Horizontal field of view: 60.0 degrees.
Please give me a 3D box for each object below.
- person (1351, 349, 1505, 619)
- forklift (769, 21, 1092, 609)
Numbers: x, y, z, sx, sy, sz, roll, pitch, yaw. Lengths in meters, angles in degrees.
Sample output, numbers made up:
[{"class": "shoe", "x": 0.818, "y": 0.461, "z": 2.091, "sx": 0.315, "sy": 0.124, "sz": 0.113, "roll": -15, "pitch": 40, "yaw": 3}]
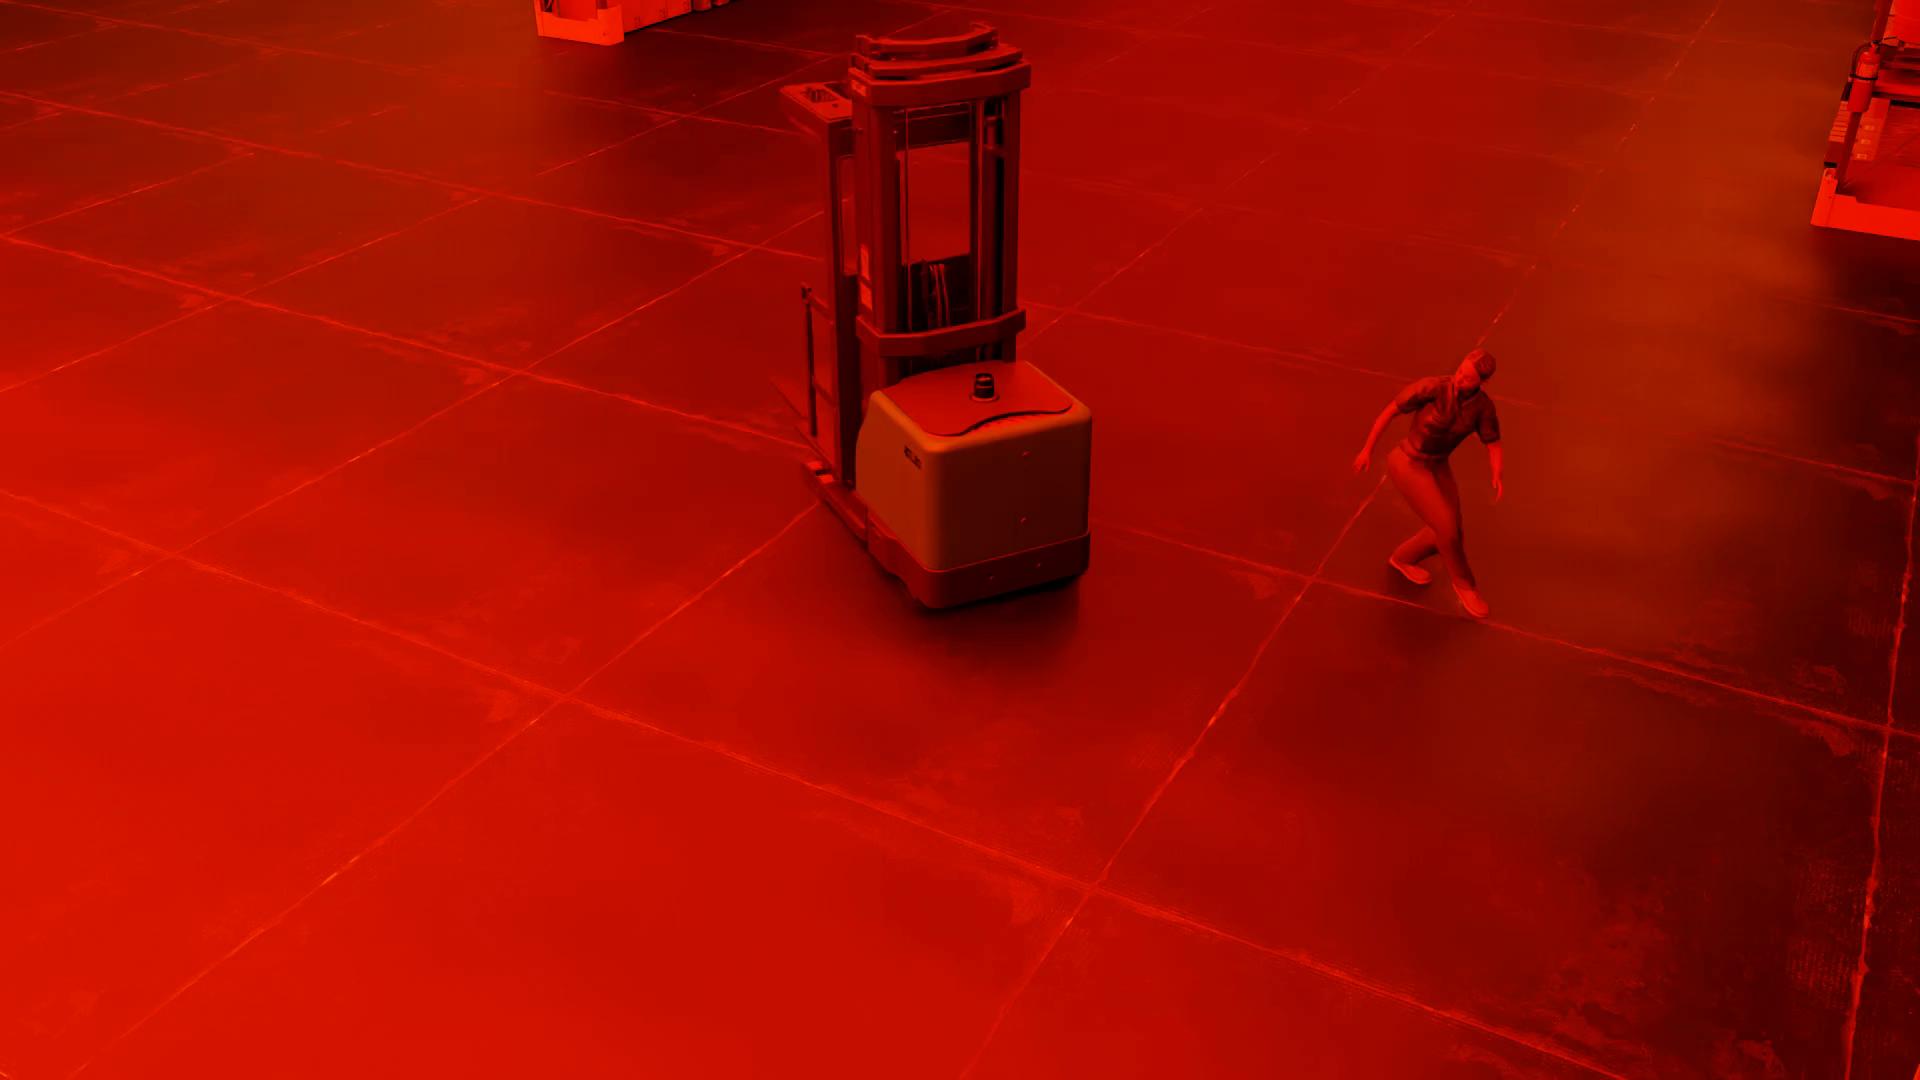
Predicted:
[{"class": "person", "x": 2.625, "y": -0.322, "z": 9.082, "sx": 0.688, "sy": 1.501, "sz": 0.744, "roll": -14, "pitch": 33, "yaw": -23}, {"class": "forklift", "x": -0.358, "y": -1.603, "z": 9.848, "sx": 1.130, "sy": 2.935, "sz": 3.031, "roll": -14, "pitch": 33, "yaw": -22}]
